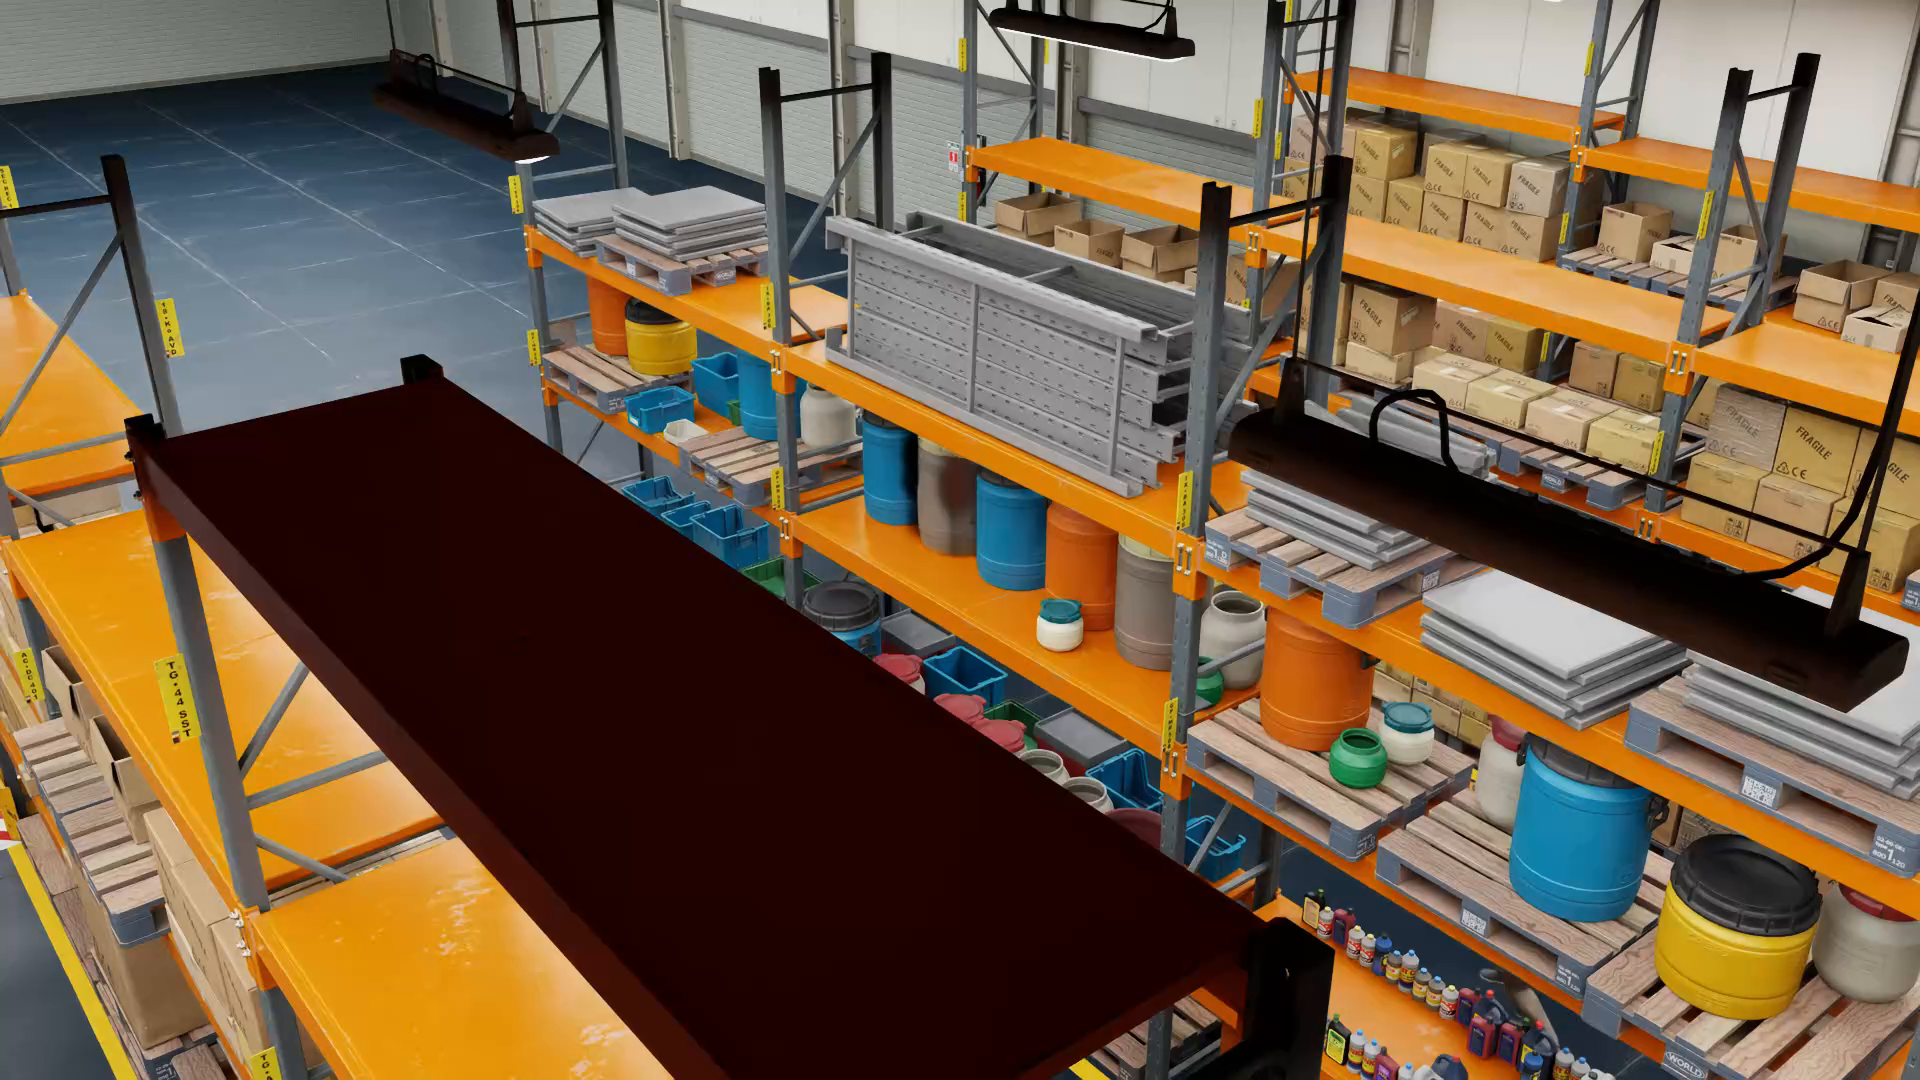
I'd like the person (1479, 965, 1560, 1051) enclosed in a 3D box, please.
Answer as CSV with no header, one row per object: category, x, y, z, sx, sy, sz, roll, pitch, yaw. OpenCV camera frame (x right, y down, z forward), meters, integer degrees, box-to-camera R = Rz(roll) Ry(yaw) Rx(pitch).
person,3.740,2.578,10.909,0.688,1.699,0.866,-16,30,-30

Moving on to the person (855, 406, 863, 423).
person,-1.301,-2.307,21.244,0.380,1.625,0.467,-19,32,-34
